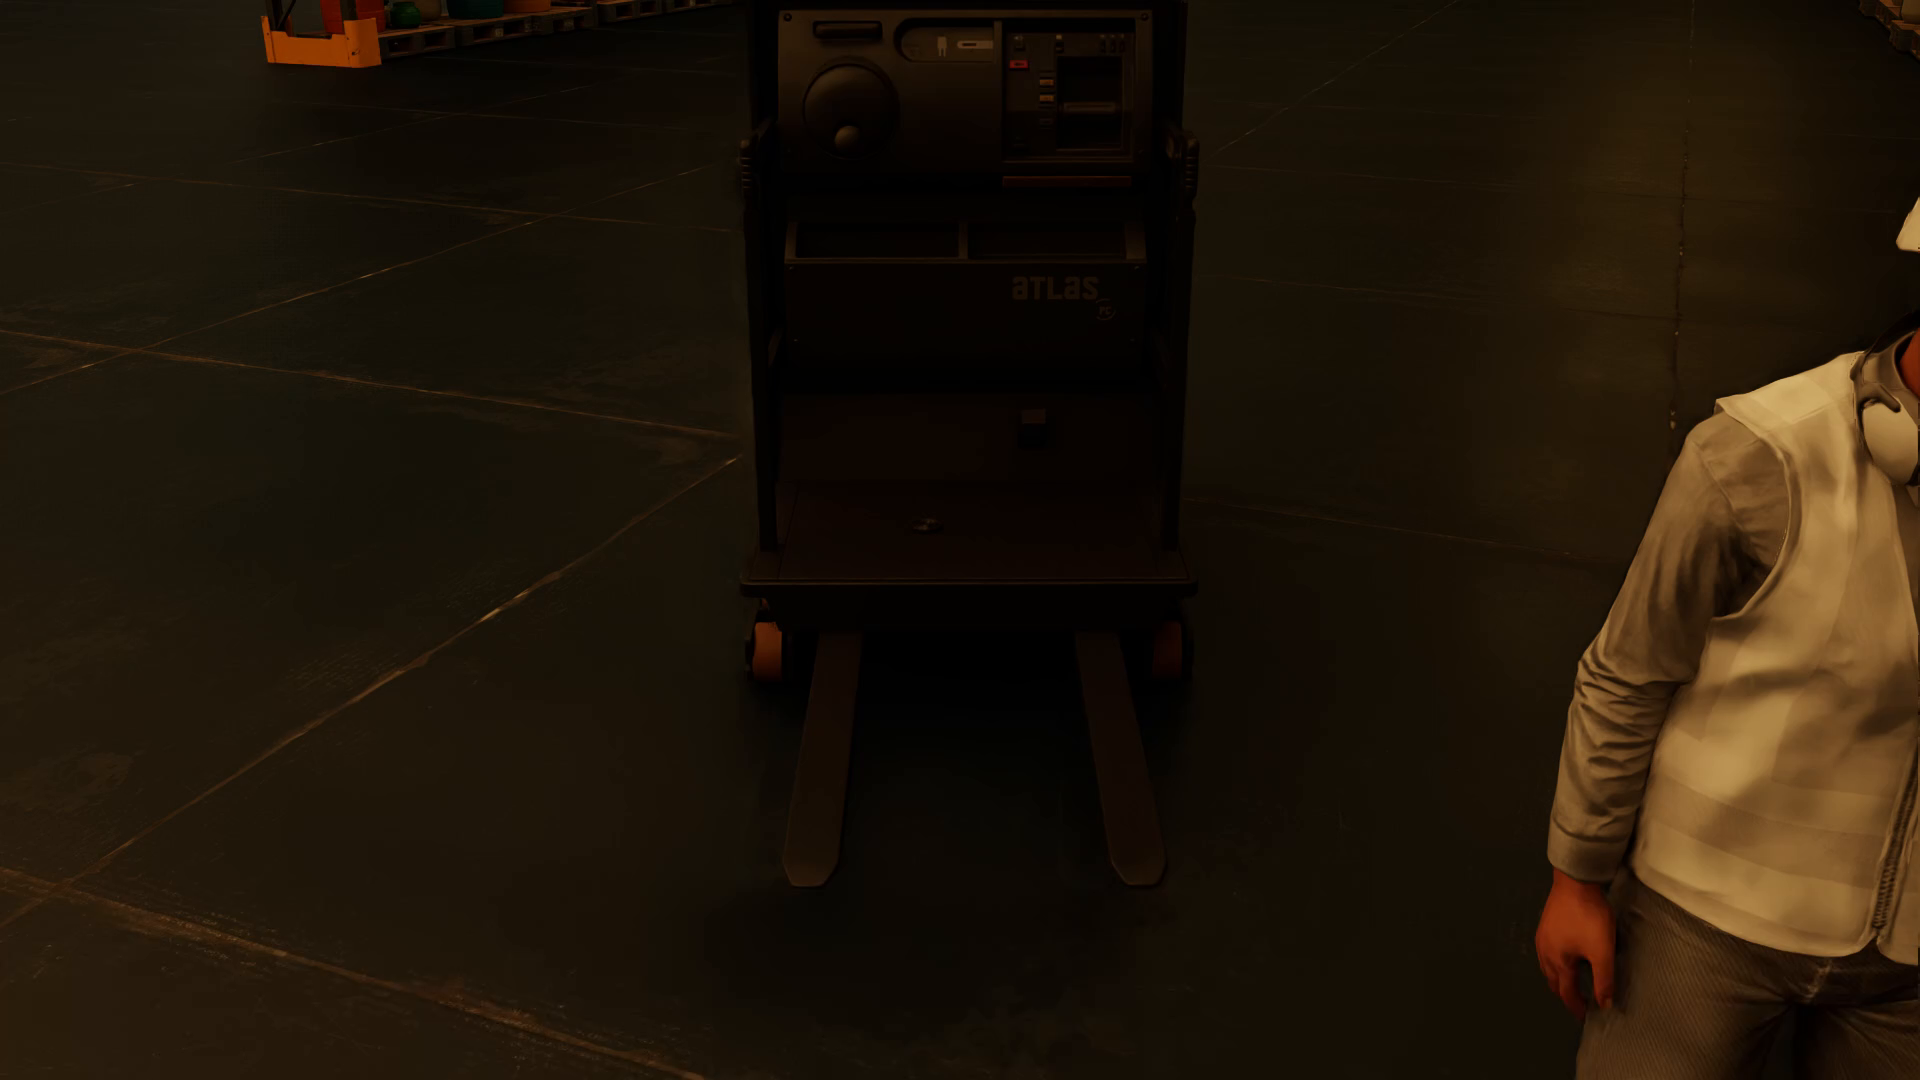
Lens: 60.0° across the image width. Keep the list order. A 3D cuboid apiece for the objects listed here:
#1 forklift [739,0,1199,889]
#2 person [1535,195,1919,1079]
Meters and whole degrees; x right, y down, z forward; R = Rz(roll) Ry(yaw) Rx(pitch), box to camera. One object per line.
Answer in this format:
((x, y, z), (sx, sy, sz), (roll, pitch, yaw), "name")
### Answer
((0.018, -1.104, 3.933), (1.130, 2.935, 3.031), (0, 23, 0), "forklift")
((0.967, 0.417, 1.817), (0.632, 1.766, 0.471), (4, 23, 8), "person")
